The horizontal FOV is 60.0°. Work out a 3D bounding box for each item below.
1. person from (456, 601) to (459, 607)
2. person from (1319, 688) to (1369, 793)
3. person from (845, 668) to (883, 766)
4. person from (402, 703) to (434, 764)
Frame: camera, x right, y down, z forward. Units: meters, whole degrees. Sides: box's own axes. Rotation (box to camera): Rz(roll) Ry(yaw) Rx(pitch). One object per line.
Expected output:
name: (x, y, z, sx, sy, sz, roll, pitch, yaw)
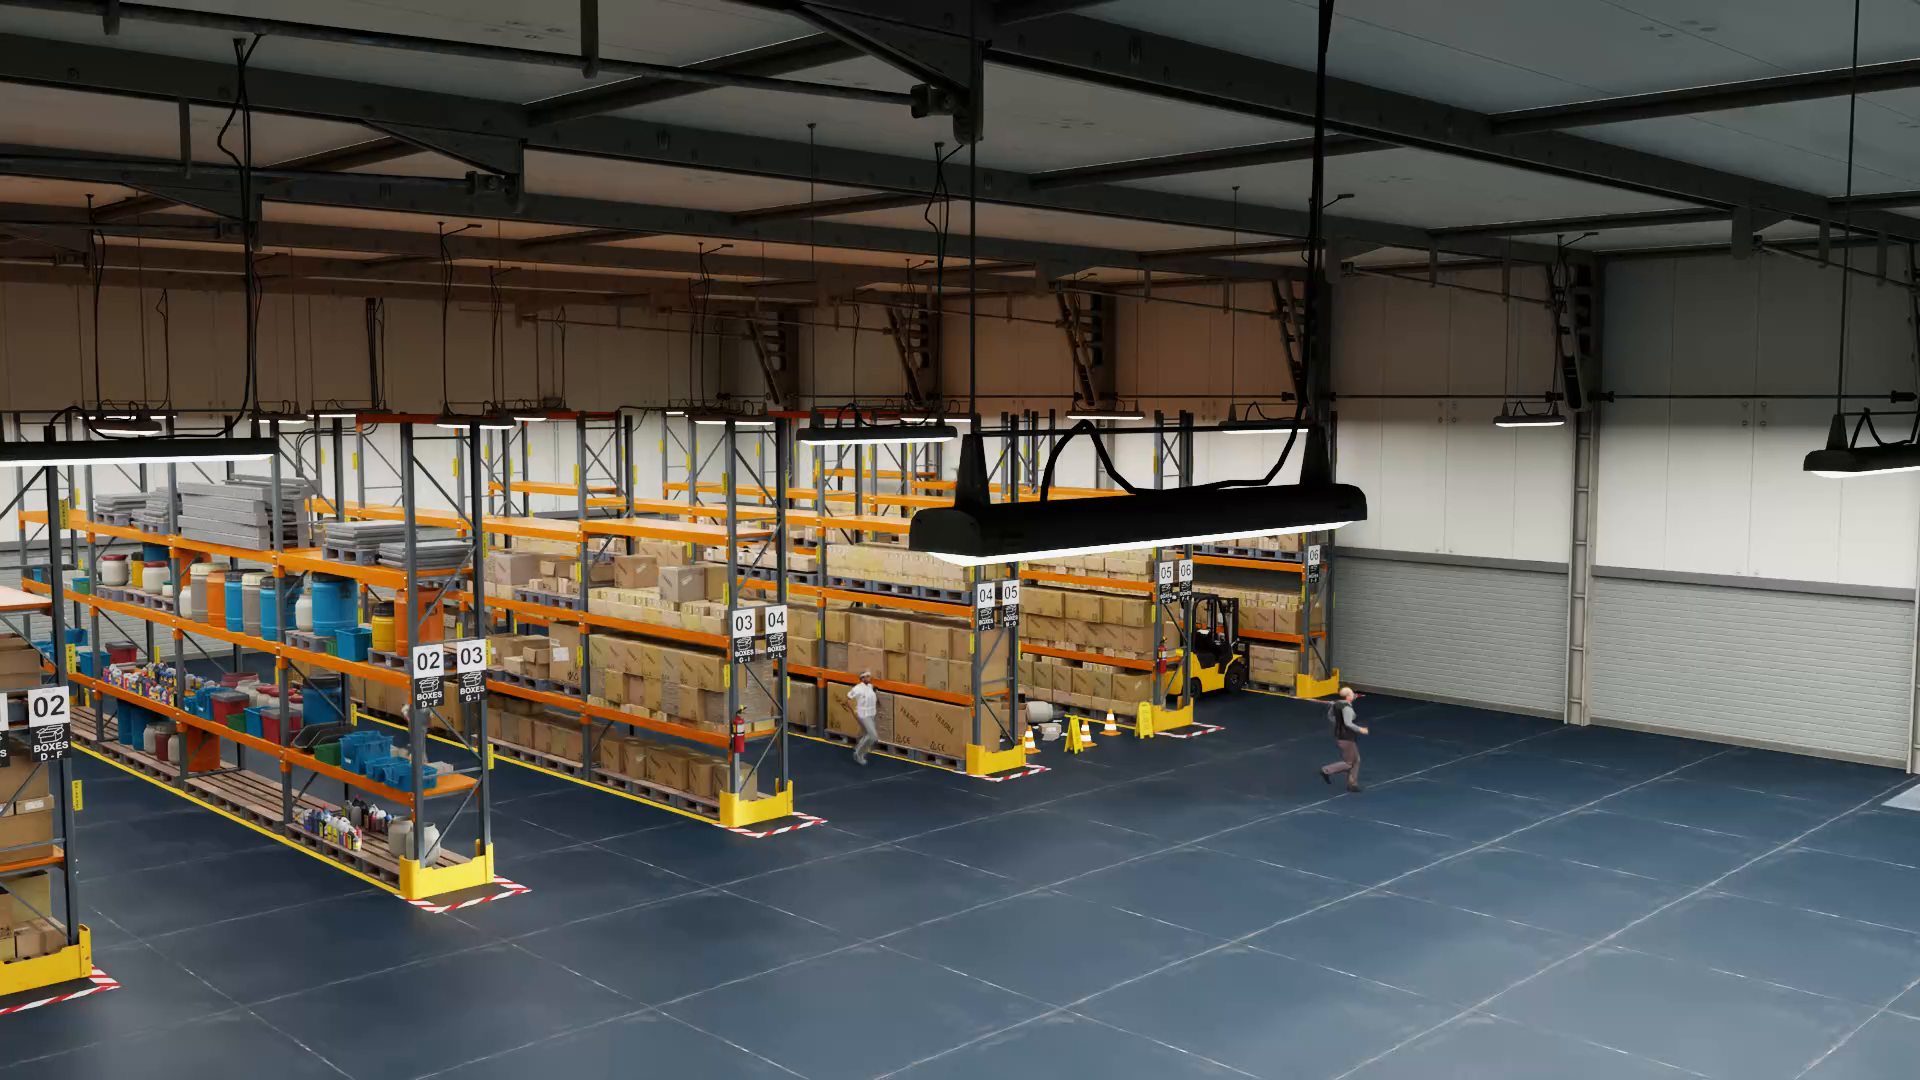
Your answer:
person: (-11.204, 2.210, 37.539, 0.678, 1.750, 0.673, -3, 6, -33)
person: (6.095, 3.204, 26.521, 0.799, 1.719, 0.671, 0, 5, -5)
person: (-1.589, 3.019, 28.433, 0.653, 1.675, 0.552, 3, 6, 33)
person: (-9.115, 3.171, 27.865, 0.556, 1.548, 0.890, -4, 7, -42)
